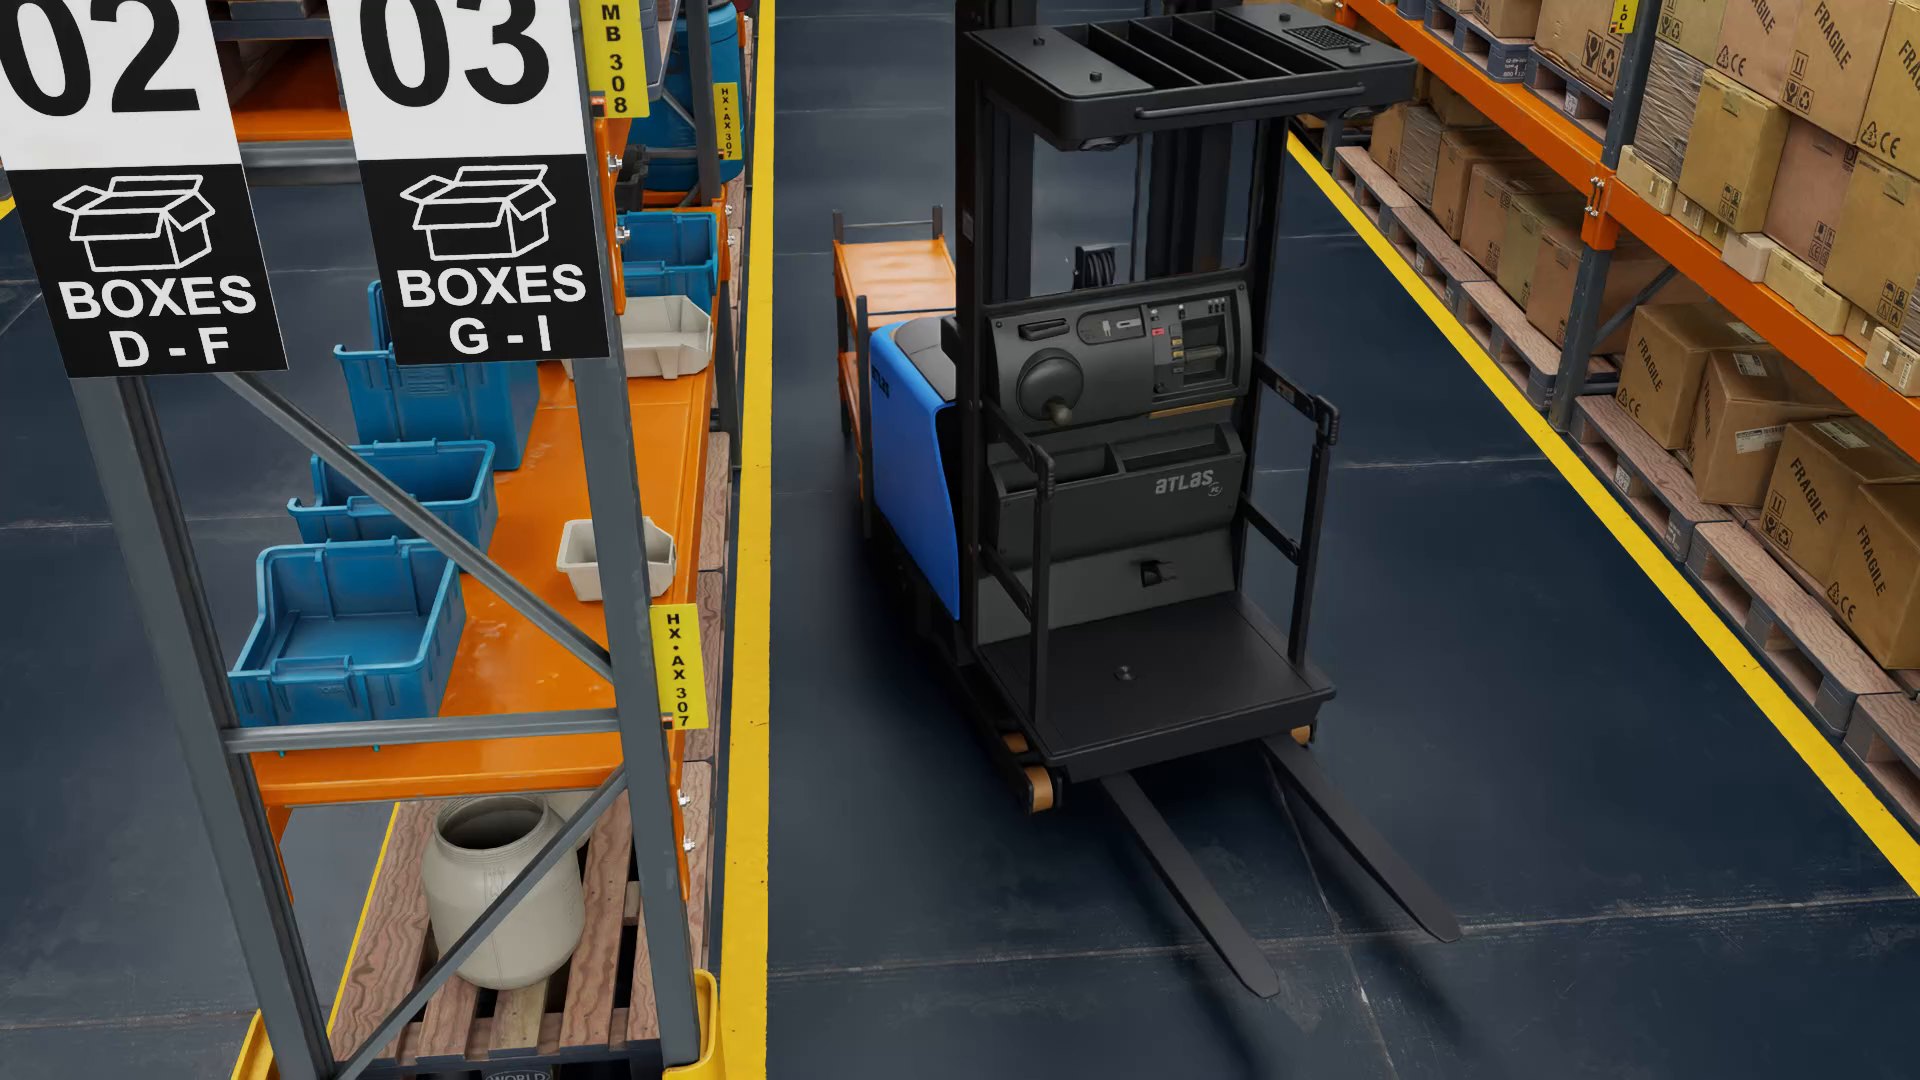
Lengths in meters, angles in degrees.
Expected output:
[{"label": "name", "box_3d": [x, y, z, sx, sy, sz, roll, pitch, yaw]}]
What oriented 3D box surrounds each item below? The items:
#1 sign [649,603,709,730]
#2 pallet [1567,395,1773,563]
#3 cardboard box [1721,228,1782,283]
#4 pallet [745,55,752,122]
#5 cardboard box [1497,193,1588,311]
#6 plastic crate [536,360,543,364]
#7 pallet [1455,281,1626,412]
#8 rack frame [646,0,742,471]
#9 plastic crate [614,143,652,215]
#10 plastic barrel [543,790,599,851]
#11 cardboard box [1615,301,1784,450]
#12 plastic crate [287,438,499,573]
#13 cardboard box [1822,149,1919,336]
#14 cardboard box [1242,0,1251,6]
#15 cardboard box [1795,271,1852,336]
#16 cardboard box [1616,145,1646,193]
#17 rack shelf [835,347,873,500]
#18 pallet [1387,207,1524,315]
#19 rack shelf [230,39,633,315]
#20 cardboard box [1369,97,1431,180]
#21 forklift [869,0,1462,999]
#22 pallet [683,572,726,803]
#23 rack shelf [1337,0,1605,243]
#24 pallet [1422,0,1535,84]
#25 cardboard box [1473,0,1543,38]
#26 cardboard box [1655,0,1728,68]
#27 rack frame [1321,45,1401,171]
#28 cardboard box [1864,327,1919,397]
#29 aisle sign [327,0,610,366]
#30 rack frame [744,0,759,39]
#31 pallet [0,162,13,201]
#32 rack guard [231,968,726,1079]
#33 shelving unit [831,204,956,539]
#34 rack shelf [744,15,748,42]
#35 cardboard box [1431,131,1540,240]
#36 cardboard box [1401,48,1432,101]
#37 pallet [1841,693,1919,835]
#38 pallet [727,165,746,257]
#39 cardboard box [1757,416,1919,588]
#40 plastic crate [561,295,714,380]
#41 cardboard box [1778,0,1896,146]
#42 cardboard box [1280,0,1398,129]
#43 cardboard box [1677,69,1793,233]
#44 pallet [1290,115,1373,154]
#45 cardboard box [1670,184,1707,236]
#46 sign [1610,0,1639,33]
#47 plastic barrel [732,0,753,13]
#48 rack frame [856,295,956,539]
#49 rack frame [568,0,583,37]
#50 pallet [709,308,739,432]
[{"label": "sign", "box_3d": [-0.606, 0.277, 3.591, 0.100, 0.325, 0.005, -3, 31, -5]}, {"label": "pallet", "box_3d": [3.502, -0.321, 7.582, 1.003, 0.211, 1.213, -3, 31, -5]}, {"label": "cardboard box", "box_3d": [3.201, -1.116, 6.438, 0.380, 0.149, 0.250, -3, 31, -5]}, {"label": "pallet", "box_3d": [-2.127, -3.489, 12.886, 1.003, 0.211, 1.213, -3, 31, -5]}, {"label": "cardboard box", "box_3d": [3.342, -1.534, 8.902, 0.700, 0.500, 0.500, -3, 31, -5]}, {"label": "plastic crate", "box_3d": [-1.682, -0.825, 5.912, 0.450, 0.188, 0.662, -3, 31, -5]}, {"label": "pallet", "box_3d": [3.330, -1.060, 8.818, 1.003, 0.211, 1.213, -3, 31, -5]}, {"label": "rack frame", "box_3d": [-1.527, -1.622, 7.041, 1.000, 3.000, 0.127, -3, 31, -5]}, {"label": "plastic crate", "box_3d": [-1.605, -1.322, 6.599, 0.767, 0.338, 0.504, -3, 31, -5]}, {"label": "plastic barrel", "box_3d": [-1.338, 0.720, 5.137, 0.421, 0.512, 0.421, 0, 31, 0]}, {"label": "cardboard box", "box_3d": [3.401, -0.760, 7.626, 0.500, 0.500, 0.500, -4, 31, -6]}, {"label": "plastic crate", "box_3d": [-1.553, -0.089, 4.619, 0.499, 0.251, 0.408, -3, 31, -5]}, {"label": "cardboard box", "box_3d": [3.549, -1.033, 5.666, 0.875, 0.500, 0.500, -3, 31, -5]}, {"label": "cardboard box", "box_3d": [2.821, -4.430, 13.404, 1.225, 0.875, 0.875, -4, 31, -6]}, {"label": "cardboard box", "box_3d": [3.278, -0.862, 6.013, 0.380, 0.149, 0.250, -3, 31, -5]}, {"label": "cardboard box", "box_3d": [3.125, -1.627, 7.294, 0.380, 0.149, 0.250, -3, 31, -5]}, {"label": "rack shelf", "box_3d": [-0.250, -0.564, 7.574, 0.538, 0.278, 1.000, -5, 31, -8]}, {"label": "pallet", "box_3d": [3.213, -1.684, 9.864, 1.003, 0.211, 1.213, -3, 31, -5]}, {"label": "rack shelf", "box_3d": [-1.341, -1.580, 4.746, 1.077, 0.370, 4.000, -3, 31, -5]}, {"label": "cardboard box", "box_3d": [3.113, -2.676, 10.814, 0.700, 0.500, 0.500, -4, 31, -7]}, {"label": "forklift", "box_3d": [0.622, -0.568, 5.343, 1.130, 2.935, 3.031, -11, 33, -18]}, {"label": "pallet", "box_3d": [-1.389, 0.544, 6.133, 1.003, 0.211, 1.213, -3, 31, -5]}, {"label": "rack shelf", "box_3d": [3.217, -2.572, 9.332, 1.077, 0.370, 4.000, -3, 31, -5]}, {"label": "pallet", "box_3d": [3.256, -2.811, 9.217, 1.003, 0.211, 1.213, -3, 31, -5]}, {"label": "cardboard box", "box_3d": [3.150, -2.965, 8.778, 0.797, 0.503, 0.637, 0, 31, 0]}, {"label": "cardboard box", "box_3d": [3.193, -2.217, 6.675, 0.500, 0.500, 0.500, -3, 31, -5]}, {"label": "rack frame", "box_3d": [3.030, -3.902, 10.857, 1.000, 3.000, 0.127, -3, 31, -5]}, {"label": "cardboard box", "box_3d": [3.301, -0.606, 5.584, 0.380, 0.149, 0.250, -3, 31, -5]}, {"label": "aisle sign", "box_3d": [-0.855, -0.673, 2.917, 0.394, 0.787, 0.004, -3, 31, -5]}, {"label": "rack frame", "box_3d": [-2.275, -5.707, 13.879, 1.000, 3.000, 0.127, -3, 31, -5]}, {"label": "pallet", "box_3d": [-6.865, -2.615, 11.422, 1.003, 0.211, 1.213, -3, 31, -5]}, {"label": "rack guard", "box_3d": [-1.208, 1.457, 4.324, 1.175, 0.500, 0.348, -3, 31, -5]}, {"label": "shelving unit", "box_3d": [-0.250, -0.774, 7.449, 0.538, 1.125, 1.048, -5, 31, -8]}, {"label": "rack shelf", "box_3d": [-2.088, -4.377, 12.354, 1.077, 0.370, 4.000, -3, 31, -5]}, {"label": "cardboard box", "box_3d": [3.237, -2.105, 9.857, 0.700, 0.500, 0.500, 0, 31, 0]}, {"label": "cardboard box", "box_3d": [3.123, -2.999, 10.623, 0.500, 0.250, 0.500, -2, 31, -3]}, {"label": "pallet", "box_3d": [3.730, 0.925, 5.496, 1.003, 0.211, 1.213, -3, 31, -5]}, {"label": "pallet", "box_3d": [-1.867, -2.070, 10.509, 1.003, 0.211, 1.213, -3, 31, -5]}, {"label": "cardboard box", "box_3d": [3.599, -0.155, 6.613, 0.500, 0.500, 0.500, -5, 31, -9]}, {"label": "plastic crate", "box_3d": [-1.123, -0.692, 5.741, 0.530, 0.136, 0.437, -3, 31, -5]}, {"label": "cardboard box", "box_3d": [3.287, -1.707, 5.820, 0.500, 0.500, 0.500, -3, 31, -5]}, {"label": "cardboard box", "box_3d": [2.986, -3.523, 11.886, 1.225, 0.875, 0.875, -4, 31, -7]}, {"label": "cardboard box", "box_3d": [3.396, -1.540, 6.516, 0.875, 0.500, 0.500, -3, 31, -5]}, {"label": "pallet", "box_3d": [3.032, -3.111, 12.252, 1.003, 0.211, 1.213, -3, 31, -5]}, {"label": "cardboard box", "box_3d": [3.186, -1.373, 6.868, 0.380, 0.149, 0.250, -3, 31, -5]}, {"label": "sign", "box_3d": [2.852, -2.328, 7.093, 0.100, 0.325, 0.005, -3, 31, -5]}, {"label": "plastic barrel", "box_3d": [-1.556, -3.500, 10.052, 0.600, 0.536, 0.708, -3, 31, -5]}, {"label": "rack frame", "box_3d": [-0.171, -0.516, 7.017, 0.500, 1.125, 0.032, -5, 31, -8]}, {"label": "rack frame", "box_3d": [-1.154, -2.155, 2.083, 1.000, 3.000, 0.127, -3, 31, -5]}, {"label": "pallet", "box_3d": [-1.639, -0.824, 8.424, 1.003, 0.211, 1.213, -3, 31, -5]}]
